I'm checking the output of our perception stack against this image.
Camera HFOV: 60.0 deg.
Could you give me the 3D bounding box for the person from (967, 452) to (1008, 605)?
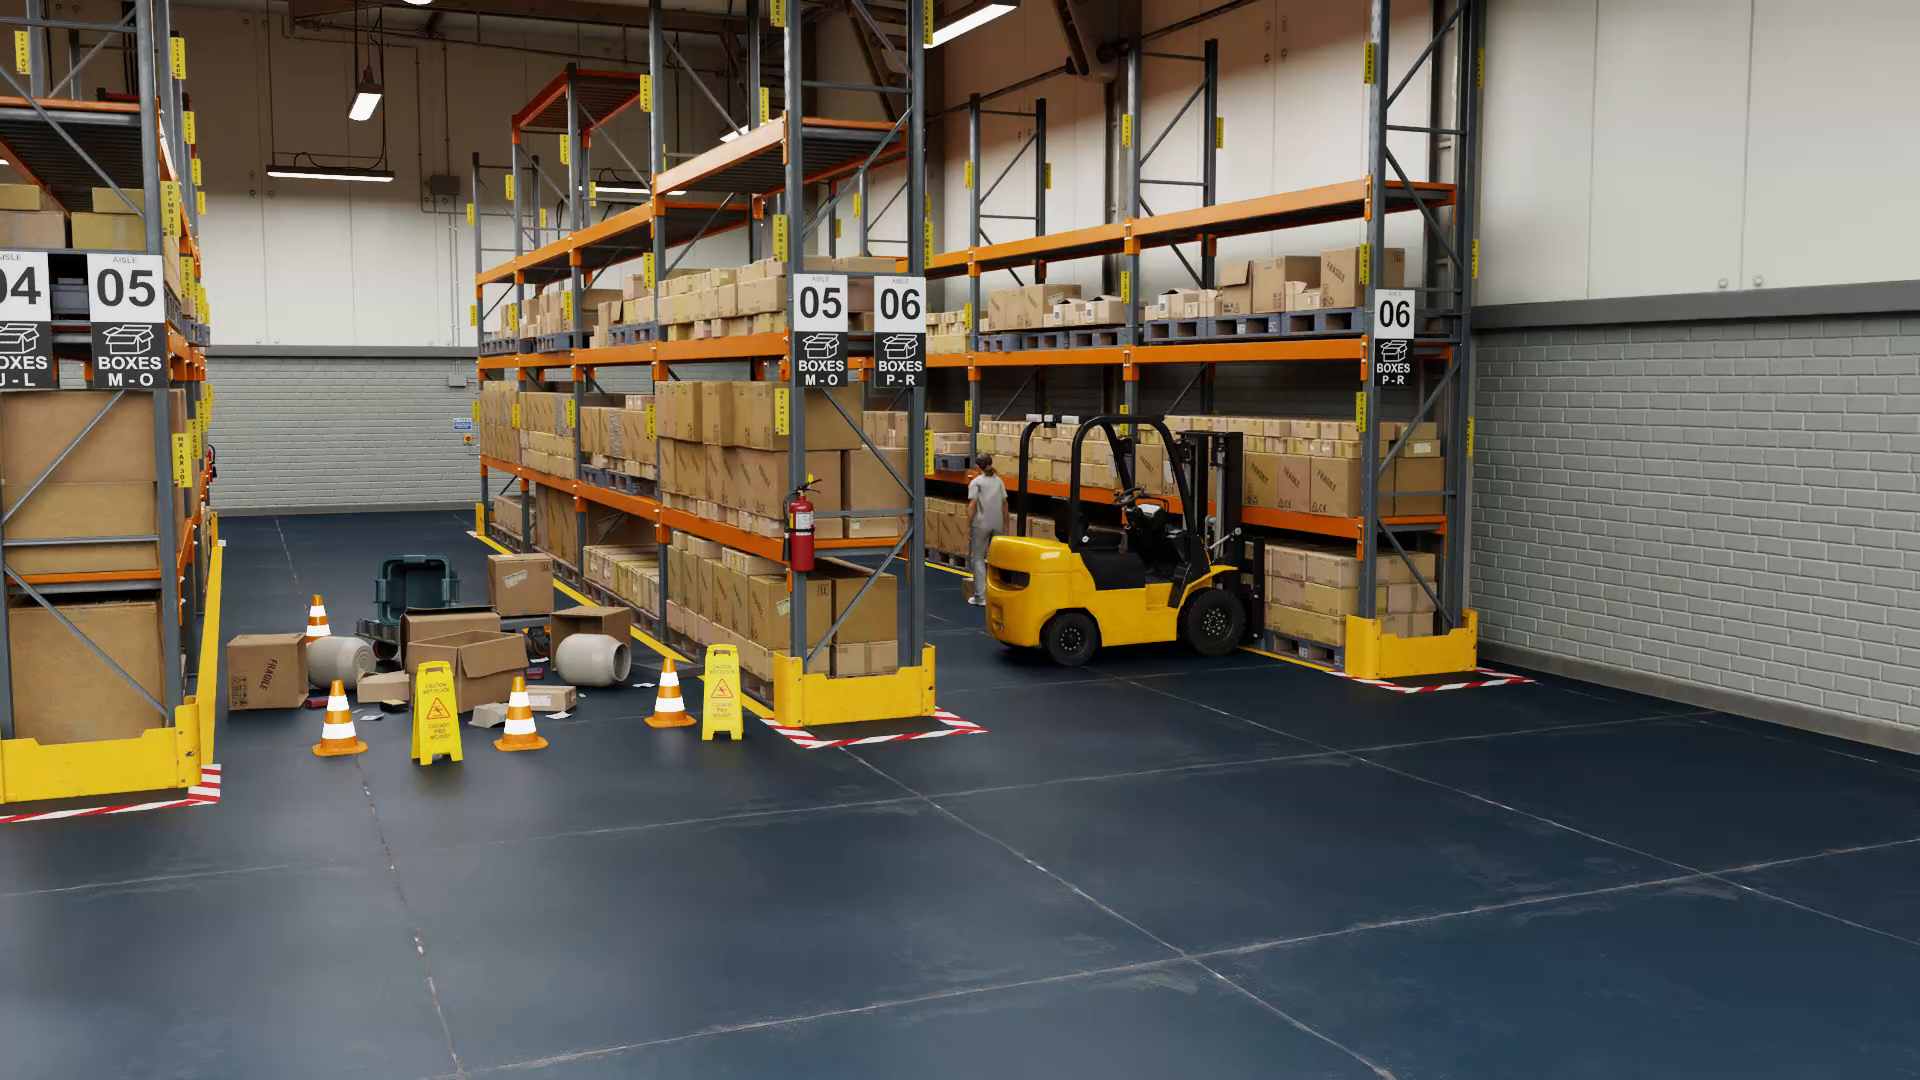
[{"bbox_3d":[0.302,-0.124,18.263,0.493,1.673,0.353,-2,6,-24],"label":"person"}]
